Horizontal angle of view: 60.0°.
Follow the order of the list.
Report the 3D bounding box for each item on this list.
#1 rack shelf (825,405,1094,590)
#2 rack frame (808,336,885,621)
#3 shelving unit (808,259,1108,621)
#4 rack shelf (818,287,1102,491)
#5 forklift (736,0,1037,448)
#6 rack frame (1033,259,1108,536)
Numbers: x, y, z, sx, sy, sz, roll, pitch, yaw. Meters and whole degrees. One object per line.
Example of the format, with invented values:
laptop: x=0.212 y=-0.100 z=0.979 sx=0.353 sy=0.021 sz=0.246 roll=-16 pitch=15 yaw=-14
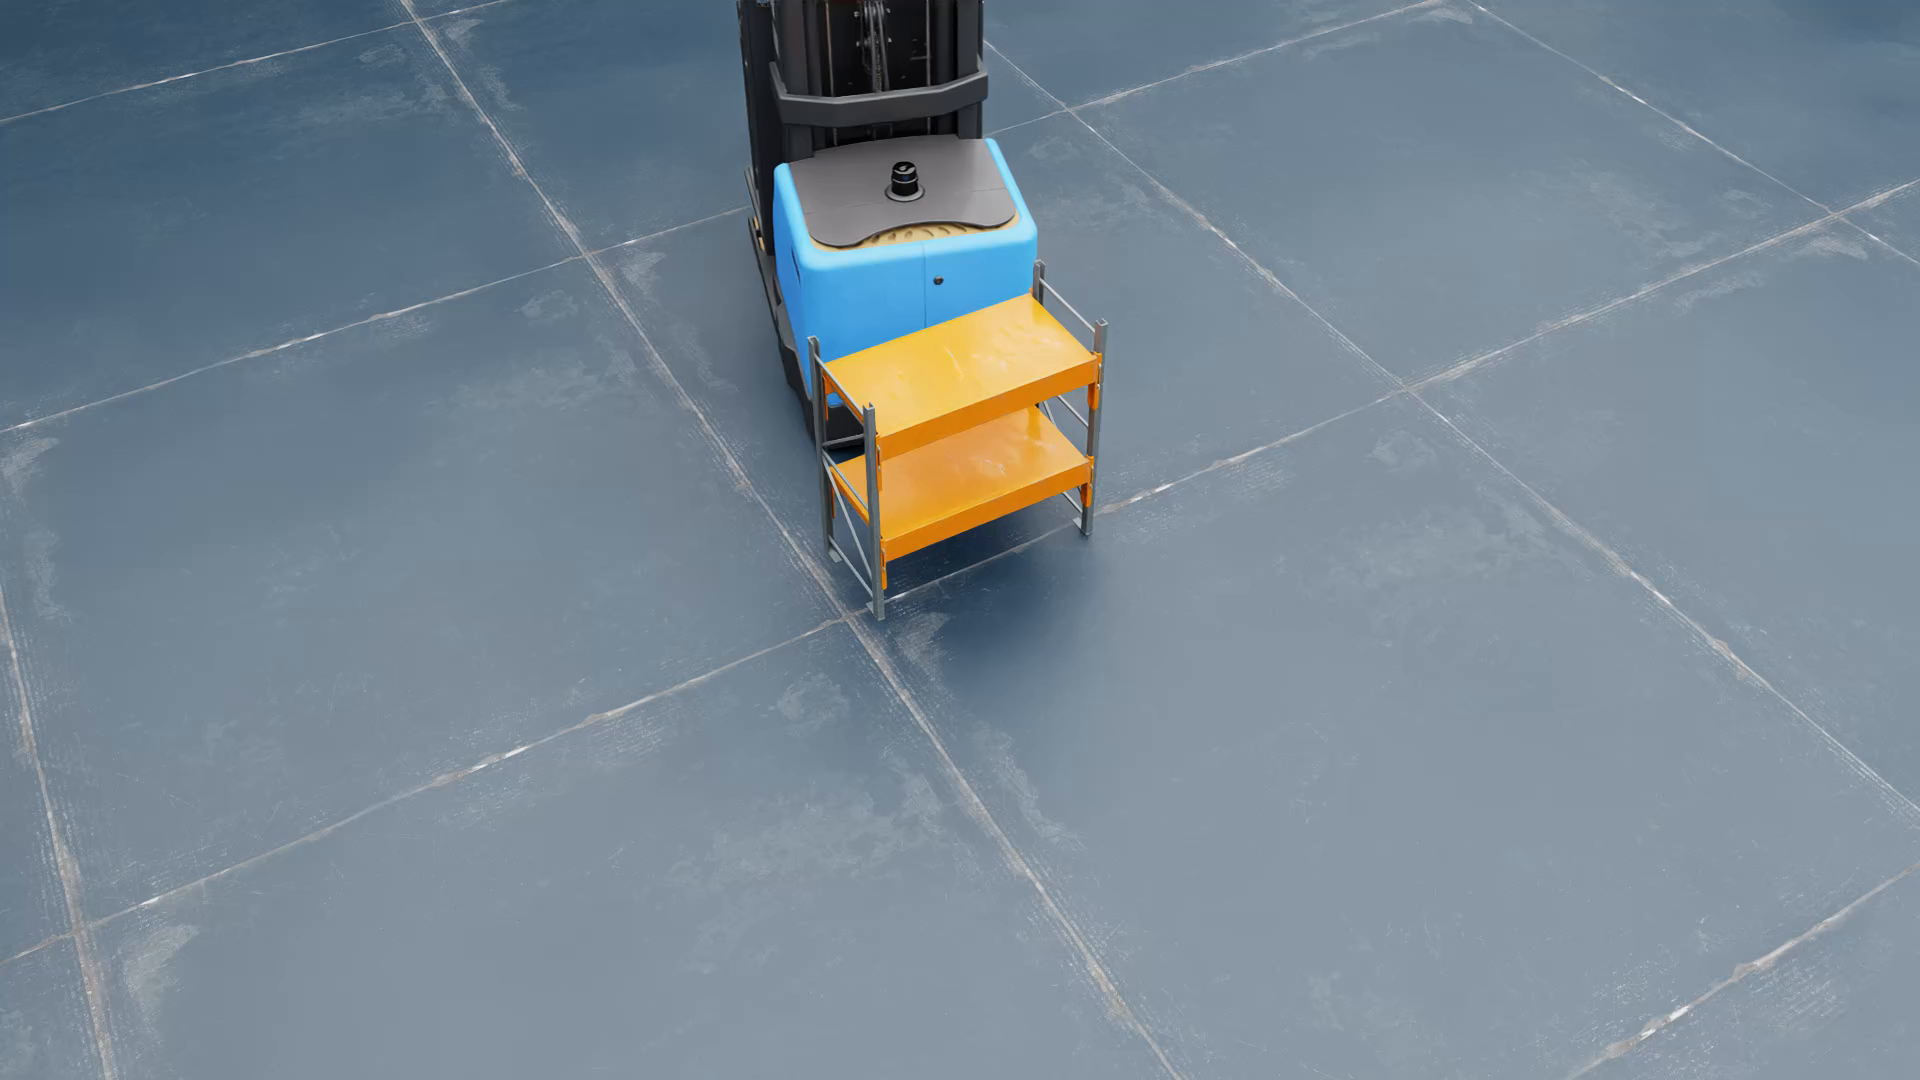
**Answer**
rack shelf: x=-0.006 y=-0.226 z=6.956 sx=1.000 sy=0.278 sz=0.538 roll=-22 pitch=48 yaw=-21
rack frame: x=-0.447 y=-0.225 z=6.603 sx=0.032 sy=1.125 sz=0.500 roll=-22 pitch=48 yaw=-21
shelving unit: x=-0.006 y=-0.401 z=6.785 sx=1.048 sy=1.125 sz=0.538 roll=-22 pitch=48 yaw=-21
rack shelf: x=-0.006 y=-0.611 z=6.581 sx=1.000 sy=0.278 sz=0.538 roll=-22 pitch=48 yaw=-21
forklift: x=-0.491 y=-2.508 z=7.659 sx=1.130 sy=2.935 sz=3.031 roll=-9 pitch=45 yaw=-9
rack frame: x=0.435 y=-0.578 z=6.967 sx=0.032 sy=1.125 sz=0.500 roll=-22 pitch=48 yaw=-21
